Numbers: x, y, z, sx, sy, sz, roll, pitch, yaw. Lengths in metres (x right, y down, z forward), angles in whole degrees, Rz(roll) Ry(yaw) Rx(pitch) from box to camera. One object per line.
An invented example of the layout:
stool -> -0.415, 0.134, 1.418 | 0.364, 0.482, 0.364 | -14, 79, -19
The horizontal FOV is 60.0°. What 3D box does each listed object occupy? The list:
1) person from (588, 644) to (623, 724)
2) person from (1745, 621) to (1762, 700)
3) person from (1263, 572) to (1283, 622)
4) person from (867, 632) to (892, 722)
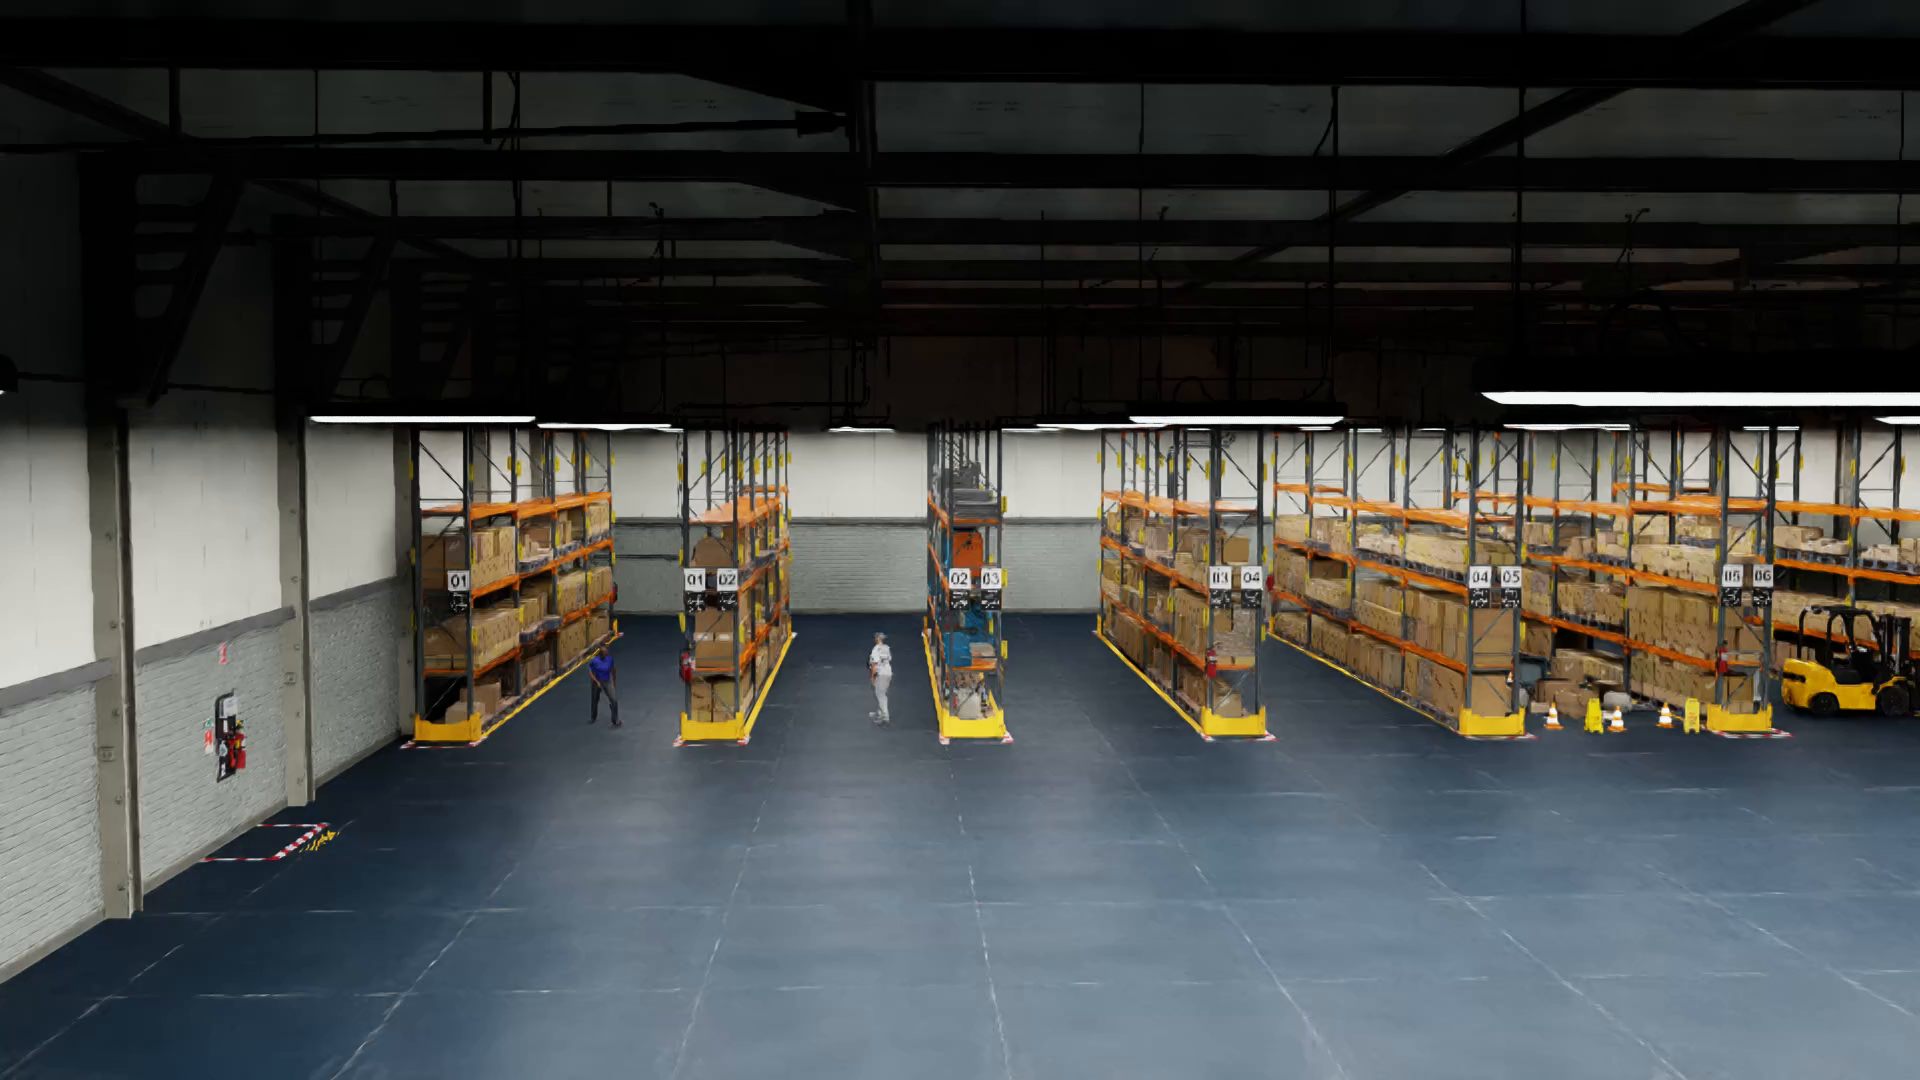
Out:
person -> -7.014, 2.822, 32.749 | 0.625, 1.591, 0.815 | -1, 4, -21
person -> 17.071, 2.582, 35.740 | 0.430, 1.674, 0.496 | -2, 4, -23
person -> 9.563, 1.653, 50.585 | 0.586, 1.673, 0.980 | 1, 4, 21
person -> -1.619, 2.711, 33.159 | 0.586, 1.746, 0.653 | 2, 4, 26
